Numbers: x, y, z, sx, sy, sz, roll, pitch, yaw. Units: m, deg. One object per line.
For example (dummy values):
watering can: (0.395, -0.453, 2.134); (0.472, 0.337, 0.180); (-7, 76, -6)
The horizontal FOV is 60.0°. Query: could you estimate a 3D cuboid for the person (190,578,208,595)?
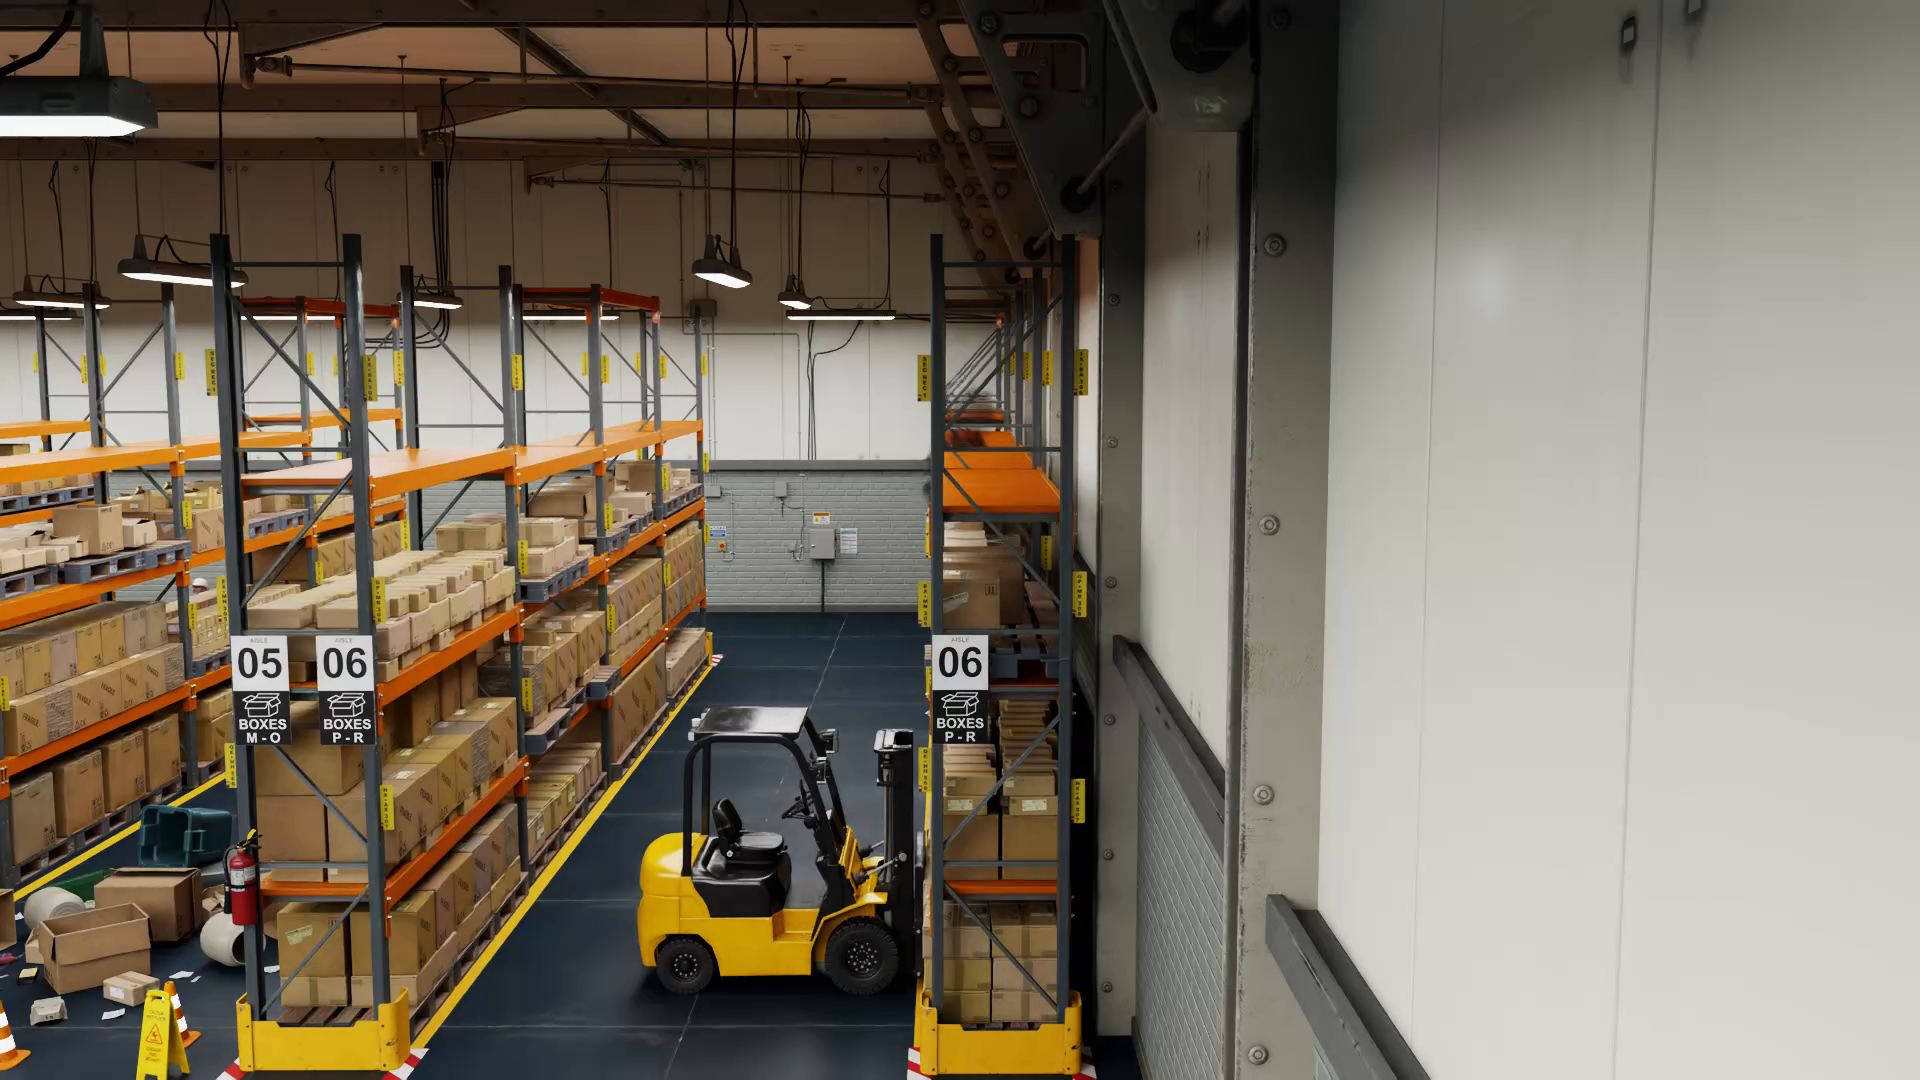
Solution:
person: (-11.572, 1.476, 25.555); (0.711, 1.813, 0.893); (1, 6, 10)
